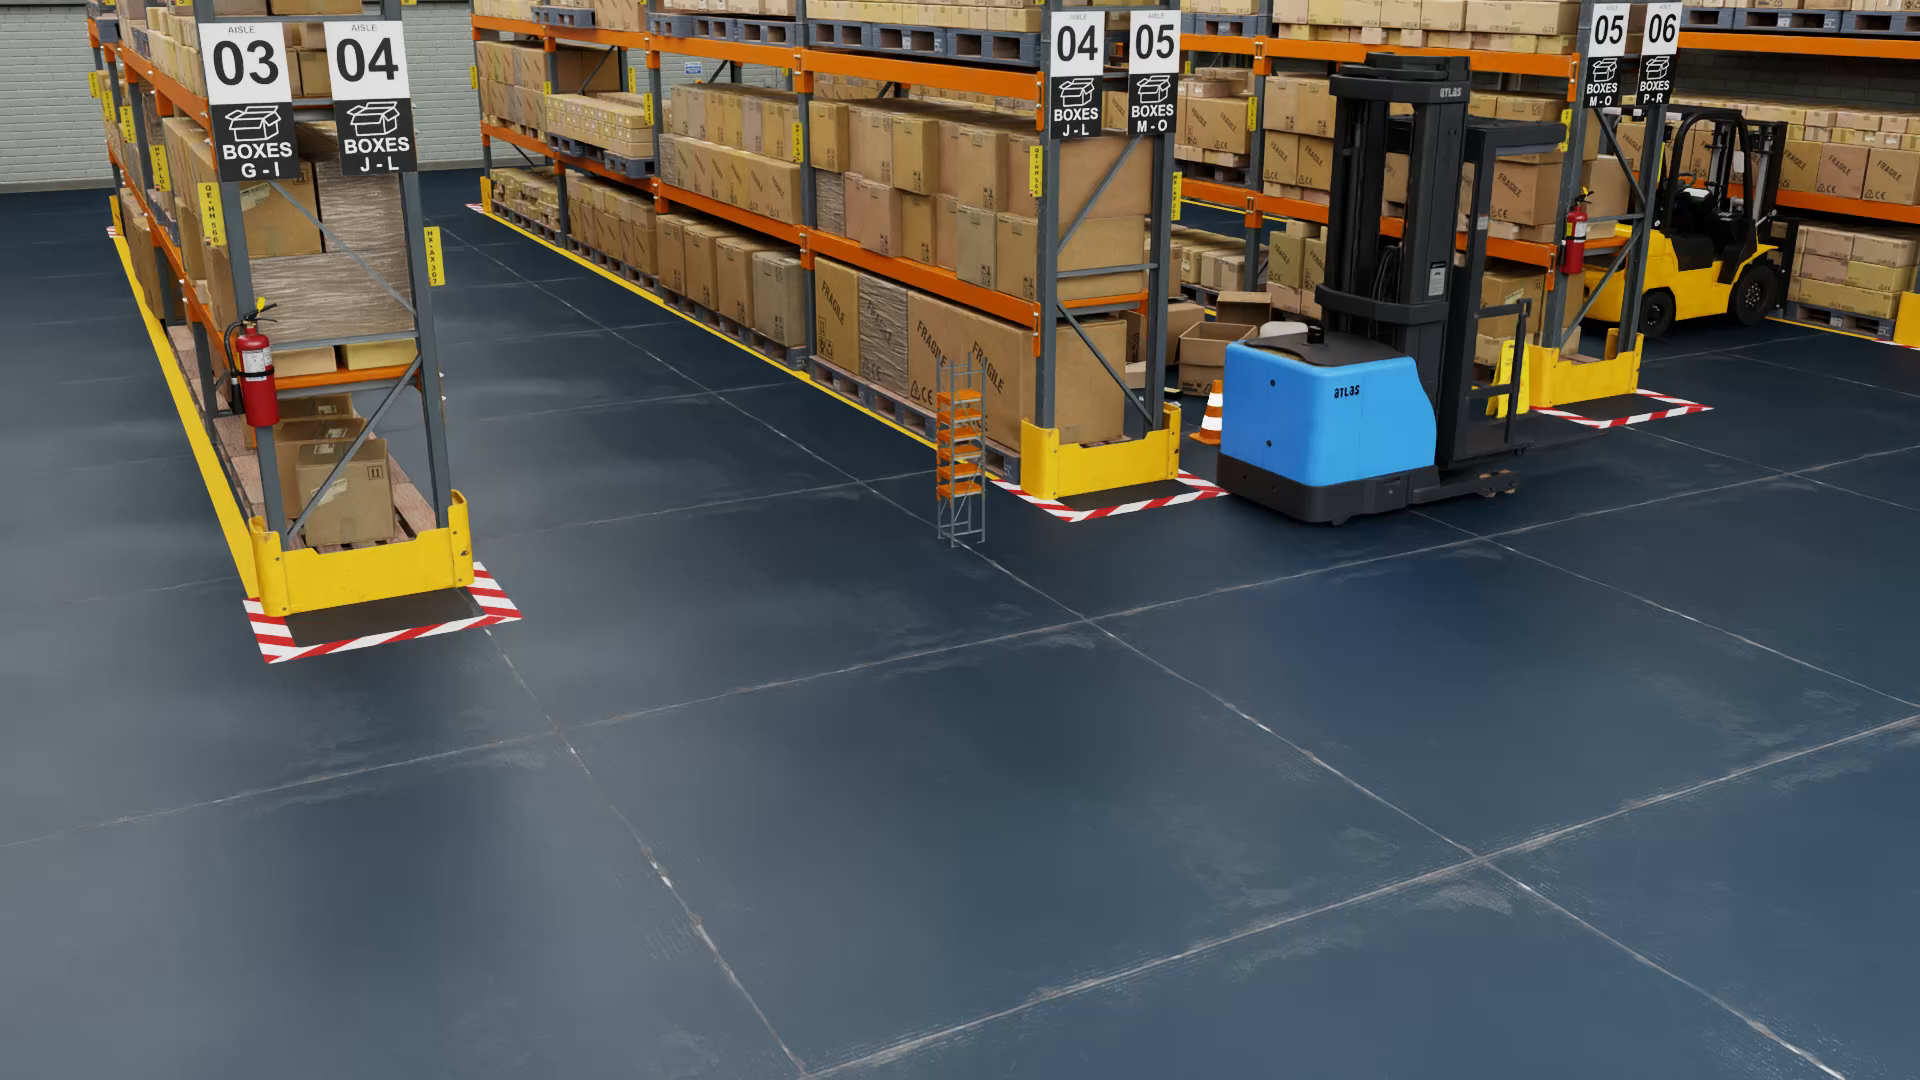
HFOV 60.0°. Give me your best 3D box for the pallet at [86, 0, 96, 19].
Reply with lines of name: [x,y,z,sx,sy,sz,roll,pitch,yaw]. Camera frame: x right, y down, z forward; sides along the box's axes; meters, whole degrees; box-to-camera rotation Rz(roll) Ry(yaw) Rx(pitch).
pallet: [-10.665,-6.852,21.427,1.003,0.211,1.213,-10,21,-27]

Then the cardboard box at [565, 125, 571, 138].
cardboard box: [-4.561,-4.950,20.120,0.380,0.149,0.250,-10,21,-26]

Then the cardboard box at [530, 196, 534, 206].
cardboard box: [-5.706,-4.698,22.918,0.380,0.149,0.250,-11,22,-29]

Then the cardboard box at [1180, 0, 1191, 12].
cardboard box: [2.512,-5.761,17.715,0.500,0.250,0.500,-10,21,-26]

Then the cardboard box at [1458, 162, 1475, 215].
cardboard box: [4.559,-3.074,14.333,0.500,0.500,0.500,-10,21,-27]

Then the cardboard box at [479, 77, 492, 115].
cardboard box: [-6.643,-6.443,24.094,0.500,0.500,0.500,-9,21,-24]

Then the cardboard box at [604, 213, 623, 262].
cardboard box: [-3.865,-3.594,19.637,0.500,0.500,0.500,-11,22,-29]

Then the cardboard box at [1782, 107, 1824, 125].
cardboard box: [8.610,-4.314,16.932,0.380,0.149,0.250,-10,21,-26]

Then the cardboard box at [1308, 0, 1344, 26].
cardboard box: [3.615,-4.950,15.552,0.500,0.250,0.500,-10,21,-27]

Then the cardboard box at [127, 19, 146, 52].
cardboard box: [-6.732,-4.270,14.038,0.500,0.250,0.500,-9,21,-26]

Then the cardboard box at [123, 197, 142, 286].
cardboard box: [-8.380,-3.296,18.198,1.225,0.875,0.875,-11,22,-29]

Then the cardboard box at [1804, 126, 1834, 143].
cardboard box: [8.756,-4.104,16.778,0.380,0.149,0.250,-11,22,-28]

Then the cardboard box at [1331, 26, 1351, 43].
cardboard box: [3.700,-4.733,15.536,0.380,0.149,0.250,-9,21,-25]

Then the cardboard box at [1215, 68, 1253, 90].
cardboard box: [4.240,-6.767,24.847,0.700,0.500,0.500,-10,21,-26]

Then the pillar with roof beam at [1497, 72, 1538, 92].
pillar with roof beam: [3.484,-7.630,18.947,9.100,9.000,0.400,-10,21,-27]

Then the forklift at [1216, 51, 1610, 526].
forklift: [3.308,-1.811,11.388,3.031,2.935,1.130,-11,22,-28]

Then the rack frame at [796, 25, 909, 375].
rack frame: [-0.915,-2.981,14.673,1.000,3.000,0.127,-10,21,-27]

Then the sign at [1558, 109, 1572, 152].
sign: [4.795,-3.245,13.179,0.100,0.325,0.005,-10,21,-27]

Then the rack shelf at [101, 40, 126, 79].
rack shelf: [-8.177,-5.043,17.150,1.077,0.370,4.000,-10,21,-27]

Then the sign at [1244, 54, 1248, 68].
sign: [4.448,-7.478,25.929,0.100,0.325,0.005,-10,21,-27]

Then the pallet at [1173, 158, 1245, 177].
pallet: [2.470,-4.273,18.710,1.003,0.211,1.213,-10,21,-27]

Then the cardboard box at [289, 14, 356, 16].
cardboard box: [-3.689,-2.976,9.679,0.380,0.149,0.250,-9,21,-24]

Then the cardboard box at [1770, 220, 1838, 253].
cardboard box: [8.671,-3.143,17.180,0.500,0.250,0.500,-10,21,-26]

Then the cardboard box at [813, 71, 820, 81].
cardboard box: [-2.076,-7.413,25.829,0.500,0.500,0.500,-11,22,-28]

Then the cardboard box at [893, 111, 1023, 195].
cardboard box: [-0.012,-2.984,12.797,0.875,0.550,0.500,-10,21,-27]

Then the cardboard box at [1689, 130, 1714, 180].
cardboard box: [8.245,-4.134,17.861,0.500,0.500,0.500,-10,22,-27]

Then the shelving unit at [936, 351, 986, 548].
shelving unit: [0.007,-0.563,10.424,0.258,1.200,0.189,-10,21,-27]

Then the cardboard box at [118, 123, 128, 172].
cardboard box: [-9.128,-4.415,18.675,0.500,0.500,0.500,-10,21,-26]

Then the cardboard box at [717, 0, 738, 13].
cardboard box: [-1.941,-5.072,15.473,0.500,0.311,0.500,-11,22,-29]

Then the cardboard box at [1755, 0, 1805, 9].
cardboard box: [8.593,-5.684,16.952,0.797,0.503,0.637,-9,21,-25]

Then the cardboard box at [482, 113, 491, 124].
cardboard box: [-6.748,-6.164,24.281,0.380,0.149,0.250,-10,21,-27]

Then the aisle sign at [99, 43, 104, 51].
aisle sign: [-11.324,-6.890,22.015,0.394,0.787,0.004,-10,21,-27]

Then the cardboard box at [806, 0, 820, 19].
cardboard box: [-1.041,-4.369,13.685,0.380,0.149,0.250,-10,22,-28]

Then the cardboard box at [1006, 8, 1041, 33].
cardboard box: [0.529,-3.421,10.937,0.380,0.149,0.250,-10,21,-27]

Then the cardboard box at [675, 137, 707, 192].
cardboard box: [-2.595,-3.861,17.068,0.500,0.500,0.500,-10,22,-27]

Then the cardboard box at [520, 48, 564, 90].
cardboard box: [-5.425,-6.179,21.798,0.500,0.500,0.500,-11,22,-28]

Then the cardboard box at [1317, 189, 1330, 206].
cardboard box: [3.666,-3.306,15.999,0.380,0.149,0.250,-9,21,-25]

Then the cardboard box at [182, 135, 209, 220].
cardboard box: [-4.615,-2.305,10.572,0.500,0.500,0.500,-10,21,-27]

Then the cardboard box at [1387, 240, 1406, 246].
cardboard box: [4.397,-2.610,16.019,0.500,0.500,0.500,-9,21,-24]

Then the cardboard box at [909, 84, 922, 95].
cardboard box: [-0.449,-6.423,22.960,0.500,0.500,0.500,-10,21,-26]

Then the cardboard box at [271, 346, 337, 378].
cardboard box: [-3.745,-1.025,9.389,0.380,0.149,0.250,-10,21,-27]

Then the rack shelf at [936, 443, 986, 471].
rack shelf: [0.007,-0.521,10.438,0.258,0.103,0.180,-10,21,-27]

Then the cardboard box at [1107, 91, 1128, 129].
cardboard box: [2.016,-4.847,18.826,0.500,0.500,0.500,-10,21,-26]

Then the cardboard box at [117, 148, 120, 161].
cardboard box: [-9.682,-4.531,19.548,0.380,0.149,0.250,-10,21,-26]

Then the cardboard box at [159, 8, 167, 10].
cardboard box: [-5.258,-3.571,11.401,0.380,0.149,0.250,-11,22,-29]

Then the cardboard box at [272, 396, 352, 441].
cardboard box: [-4.305,-0.642,11.081,0.500,0.500,0.500,-8,21,-22]

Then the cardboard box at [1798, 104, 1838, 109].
cardboard box: [8.979,-4.471,17.387,0.380,0.149,0.250,-10,21,-26]

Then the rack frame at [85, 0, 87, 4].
rack frame: [-11.026,-8.523,21.535,1.000,3.000,0.127,-10,21,-27]

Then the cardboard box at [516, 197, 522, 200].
cardboard box: [-6.096,-4.796,23.658,0.380,0.149,0.250,-10,21,-27]

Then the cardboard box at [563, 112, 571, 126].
cardboard box: [-4.560,-5.091,20.073,0.380,0.149,0.250,-11,22,-29]

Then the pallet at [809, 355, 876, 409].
pallet: [-0.622,-1.433,14.460,1.003,0.211,1.213,-10,21,-27]

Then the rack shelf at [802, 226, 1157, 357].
rack shelf: [0.035,-2.067,13.127,1.077,0.370,4.000,-10,21,-27]

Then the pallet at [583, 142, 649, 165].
pallet: [-3.790,-4.601,19.661,1.003,0.211,1.213,-10,21,-27]

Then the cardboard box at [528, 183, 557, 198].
cardboard box: [-5.657,-4.760,22.641,0.380,0.149,0.250,-11,22,-29]

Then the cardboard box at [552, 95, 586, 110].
cardboard box: [-4.793,-5.376,20.441,0.380,0.149,0.250,-9,21,-25]

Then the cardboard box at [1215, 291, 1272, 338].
cardboard box: [2.705,-2.078,15.884,0.500,0.500,0.500,4,19,11]

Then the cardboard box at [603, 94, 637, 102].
cardboard box: [-4.223,-5.477,20.735,0.380,0.149,0.250,-11,22,-28]

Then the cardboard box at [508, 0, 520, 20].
cardboard box: [-5.653,-7.015,21.994,0.500,0.250,0.500,-10,22,-27]
